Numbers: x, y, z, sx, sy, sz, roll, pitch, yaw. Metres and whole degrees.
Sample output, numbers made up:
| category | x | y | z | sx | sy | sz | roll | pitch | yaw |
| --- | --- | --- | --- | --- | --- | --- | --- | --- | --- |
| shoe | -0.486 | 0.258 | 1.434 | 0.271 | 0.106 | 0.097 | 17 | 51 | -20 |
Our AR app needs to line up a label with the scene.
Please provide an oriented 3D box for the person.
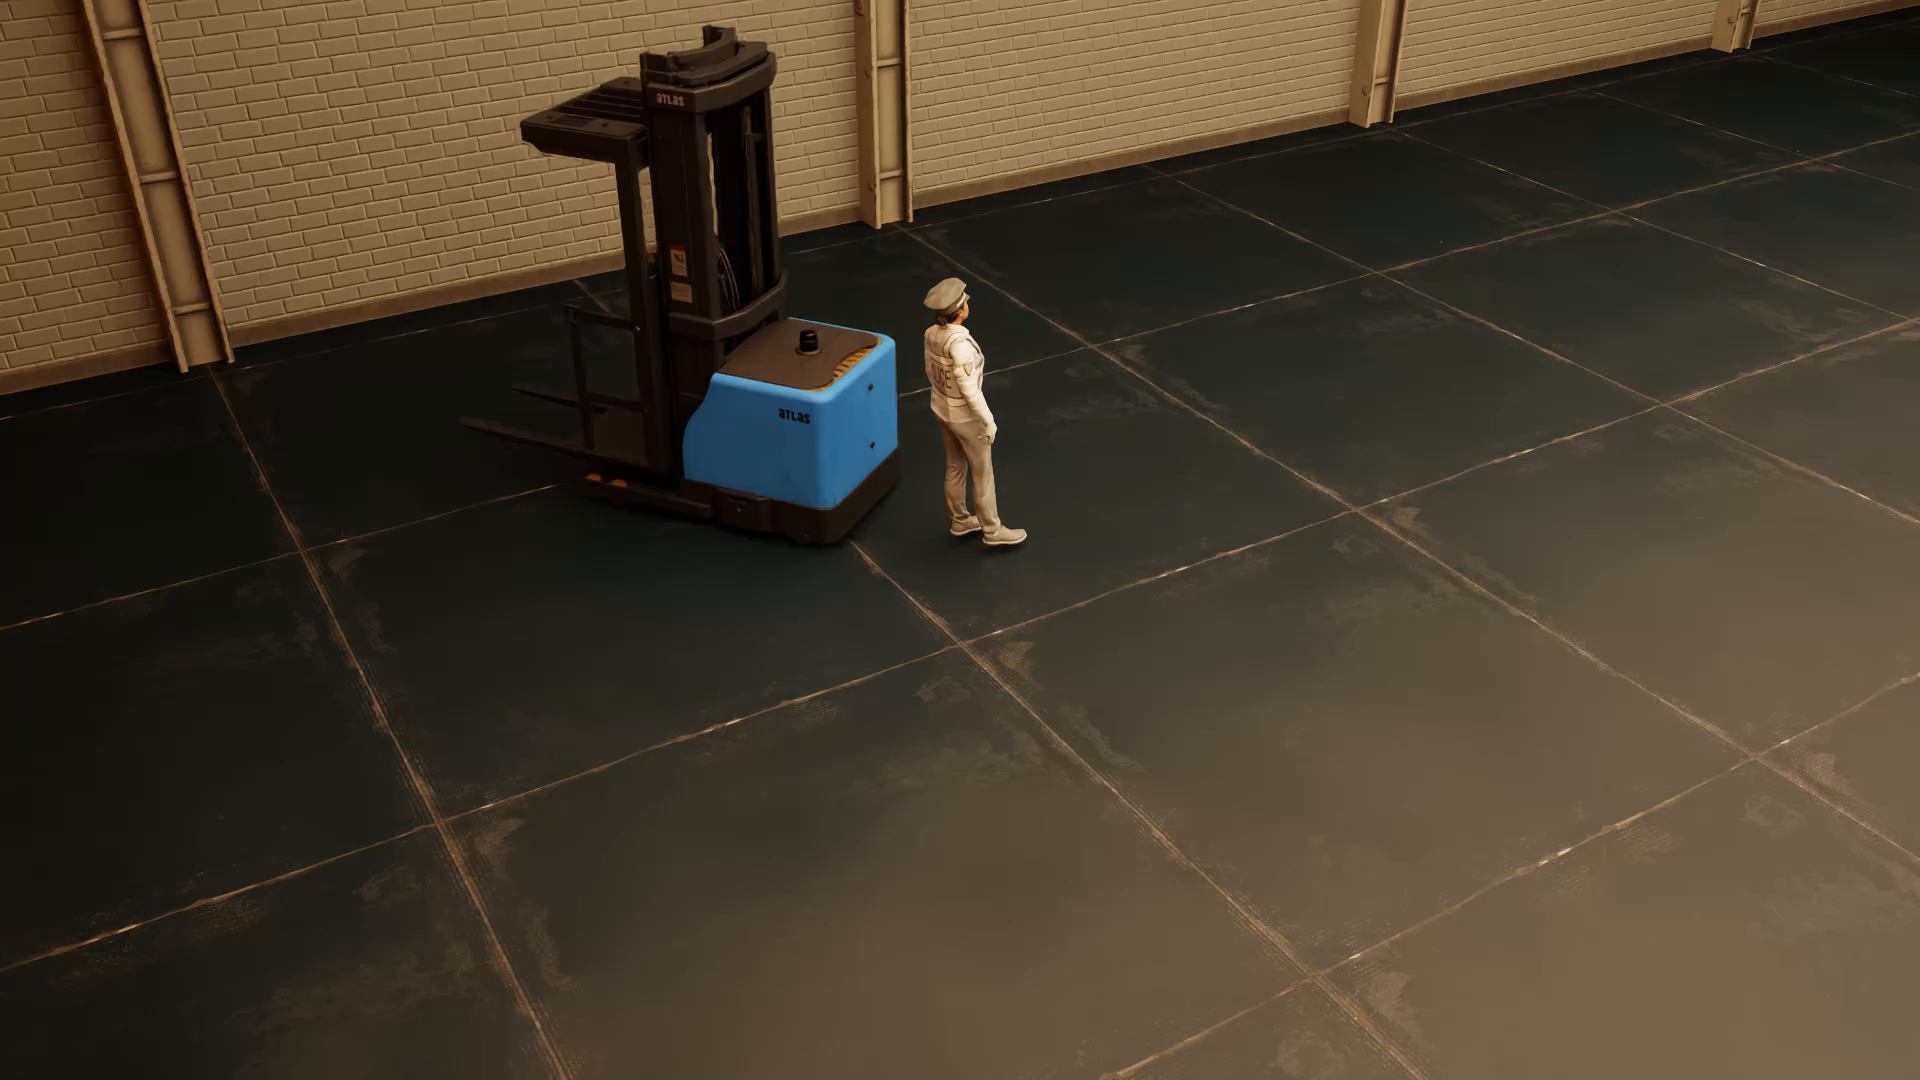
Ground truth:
| category | x | y | z | sx | sy | sz | roll | pitch | yaw |
| --- | --- | --- | --- | --- | --- | --- | --- | --- | --- |
| person | 0.063 | -0.783 | 10.066 | 0.530 | 1.694 | 0.586 | -17 | 35 | -26 |

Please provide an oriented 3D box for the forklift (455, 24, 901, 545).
| category | x | y | z | sx | sy | sz | roll | pitch | yaw |
| --- | --- | --- | --- | --- | --- | --- | --- | --- | --- |
| forklift | -1.954 | -1.719 | 10.518 | 3.031 | 2.935 | 1.130 | 13 | 33 | 20 |
